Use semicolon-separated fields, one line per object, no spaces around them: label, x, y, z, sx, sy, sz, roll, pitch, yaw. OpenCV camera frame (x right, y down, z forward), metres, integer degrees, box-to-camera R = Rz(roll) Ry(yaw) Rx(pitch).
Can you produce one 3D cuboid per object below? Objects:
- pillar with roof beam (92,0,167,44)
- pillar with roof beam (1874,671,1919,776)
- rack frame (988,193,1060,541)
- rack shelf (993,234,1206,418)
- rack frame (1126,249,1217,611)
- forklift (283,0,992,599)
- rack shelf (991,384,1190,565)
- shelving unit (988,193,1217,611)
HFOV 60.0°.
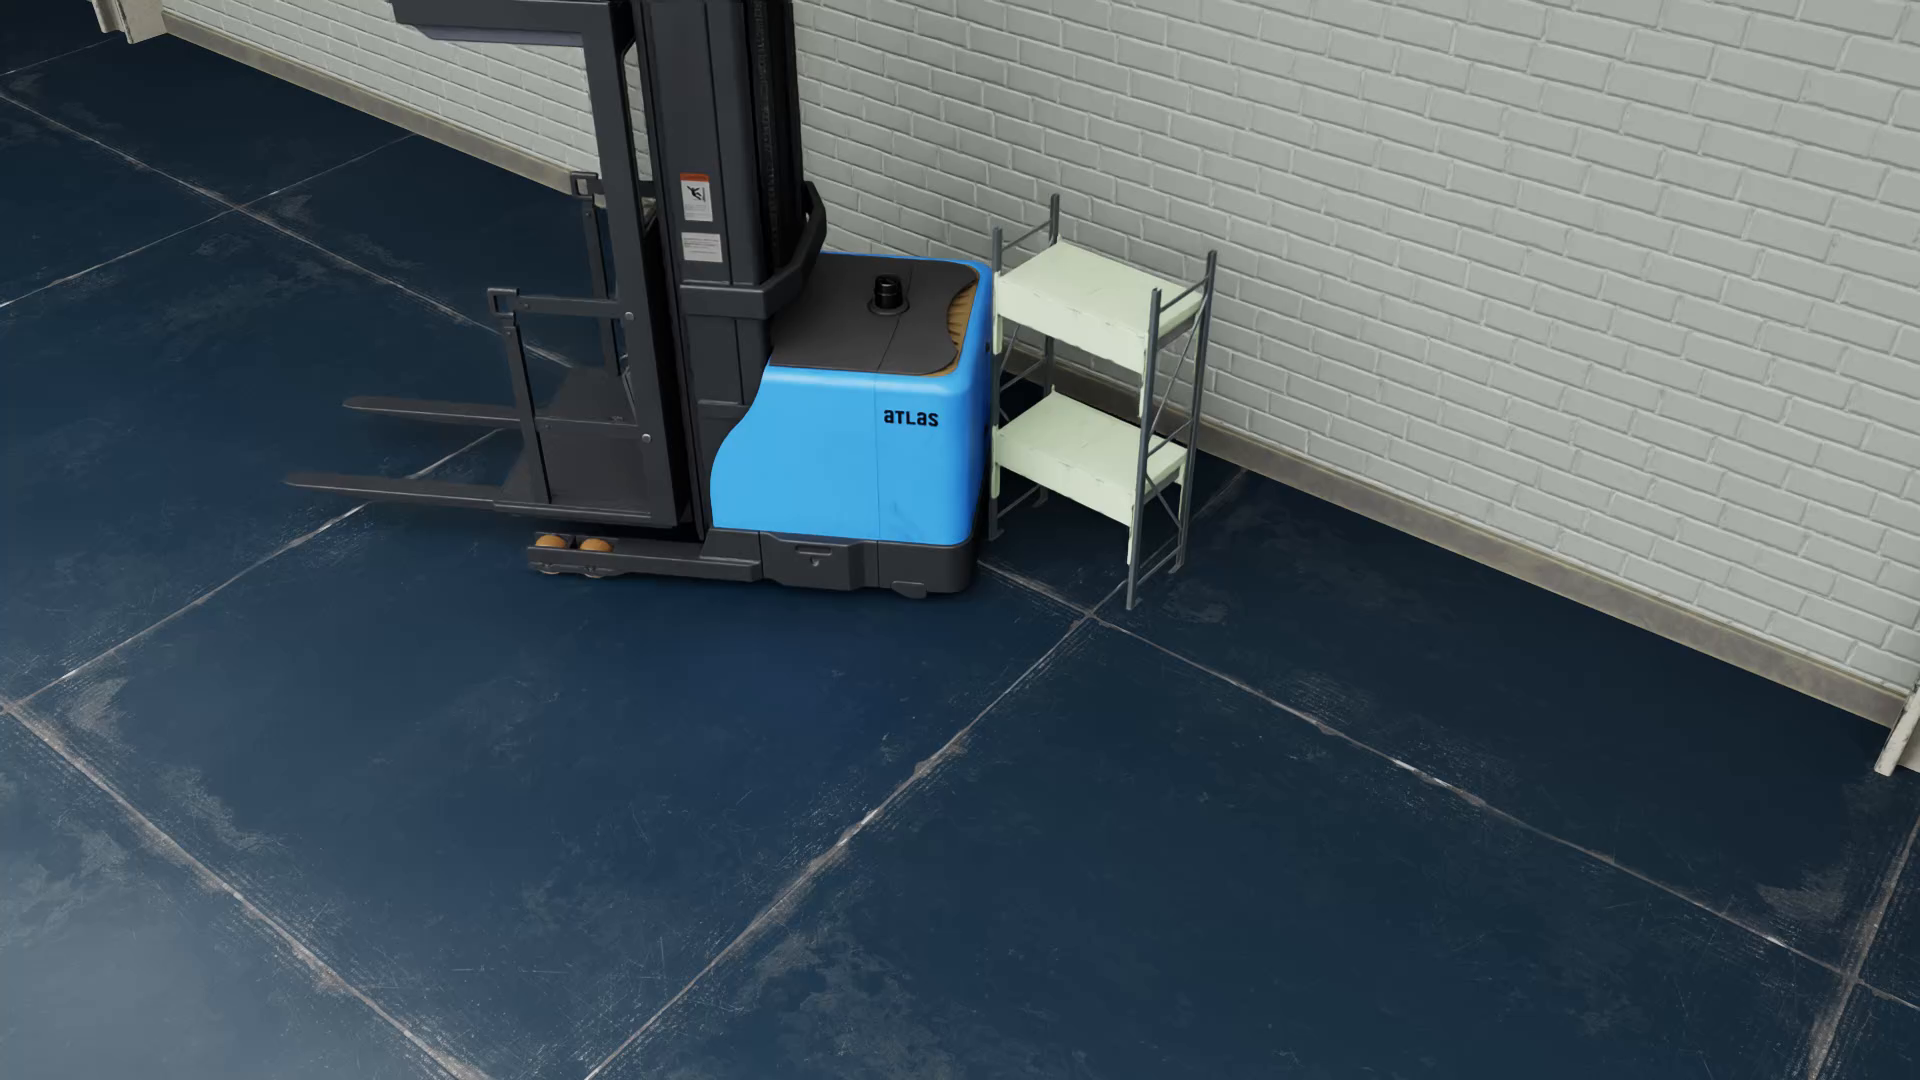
pillar with roof beam;-8.512;-5.078;6.436;0.400;9.000;9.100;25;45;29
pillar with roof beam;1.020;-0.584;0.696;0.400;9.000;9.100;25;45;29
rack frame;0.259;-0.682;6.905;0.023;1.500;0.400;27;45;30
rack shelf;0.541;-0.846;6.481;0.720;0.370;0.431;27;45;30
rack frame;0.823;-0.395;6.537;0.023;1.500;0.400;27;45;30
forklift;-1.392;-1.311;6.547;3.031;2.935;1.130;5;38;6
rack shelf;0.541;-0.282;6.922;0.720;0.370;0.431;27;45;30
shelving unit;0.541;-0.539;6.721;0.755;1.500;0.431;27;45;30
